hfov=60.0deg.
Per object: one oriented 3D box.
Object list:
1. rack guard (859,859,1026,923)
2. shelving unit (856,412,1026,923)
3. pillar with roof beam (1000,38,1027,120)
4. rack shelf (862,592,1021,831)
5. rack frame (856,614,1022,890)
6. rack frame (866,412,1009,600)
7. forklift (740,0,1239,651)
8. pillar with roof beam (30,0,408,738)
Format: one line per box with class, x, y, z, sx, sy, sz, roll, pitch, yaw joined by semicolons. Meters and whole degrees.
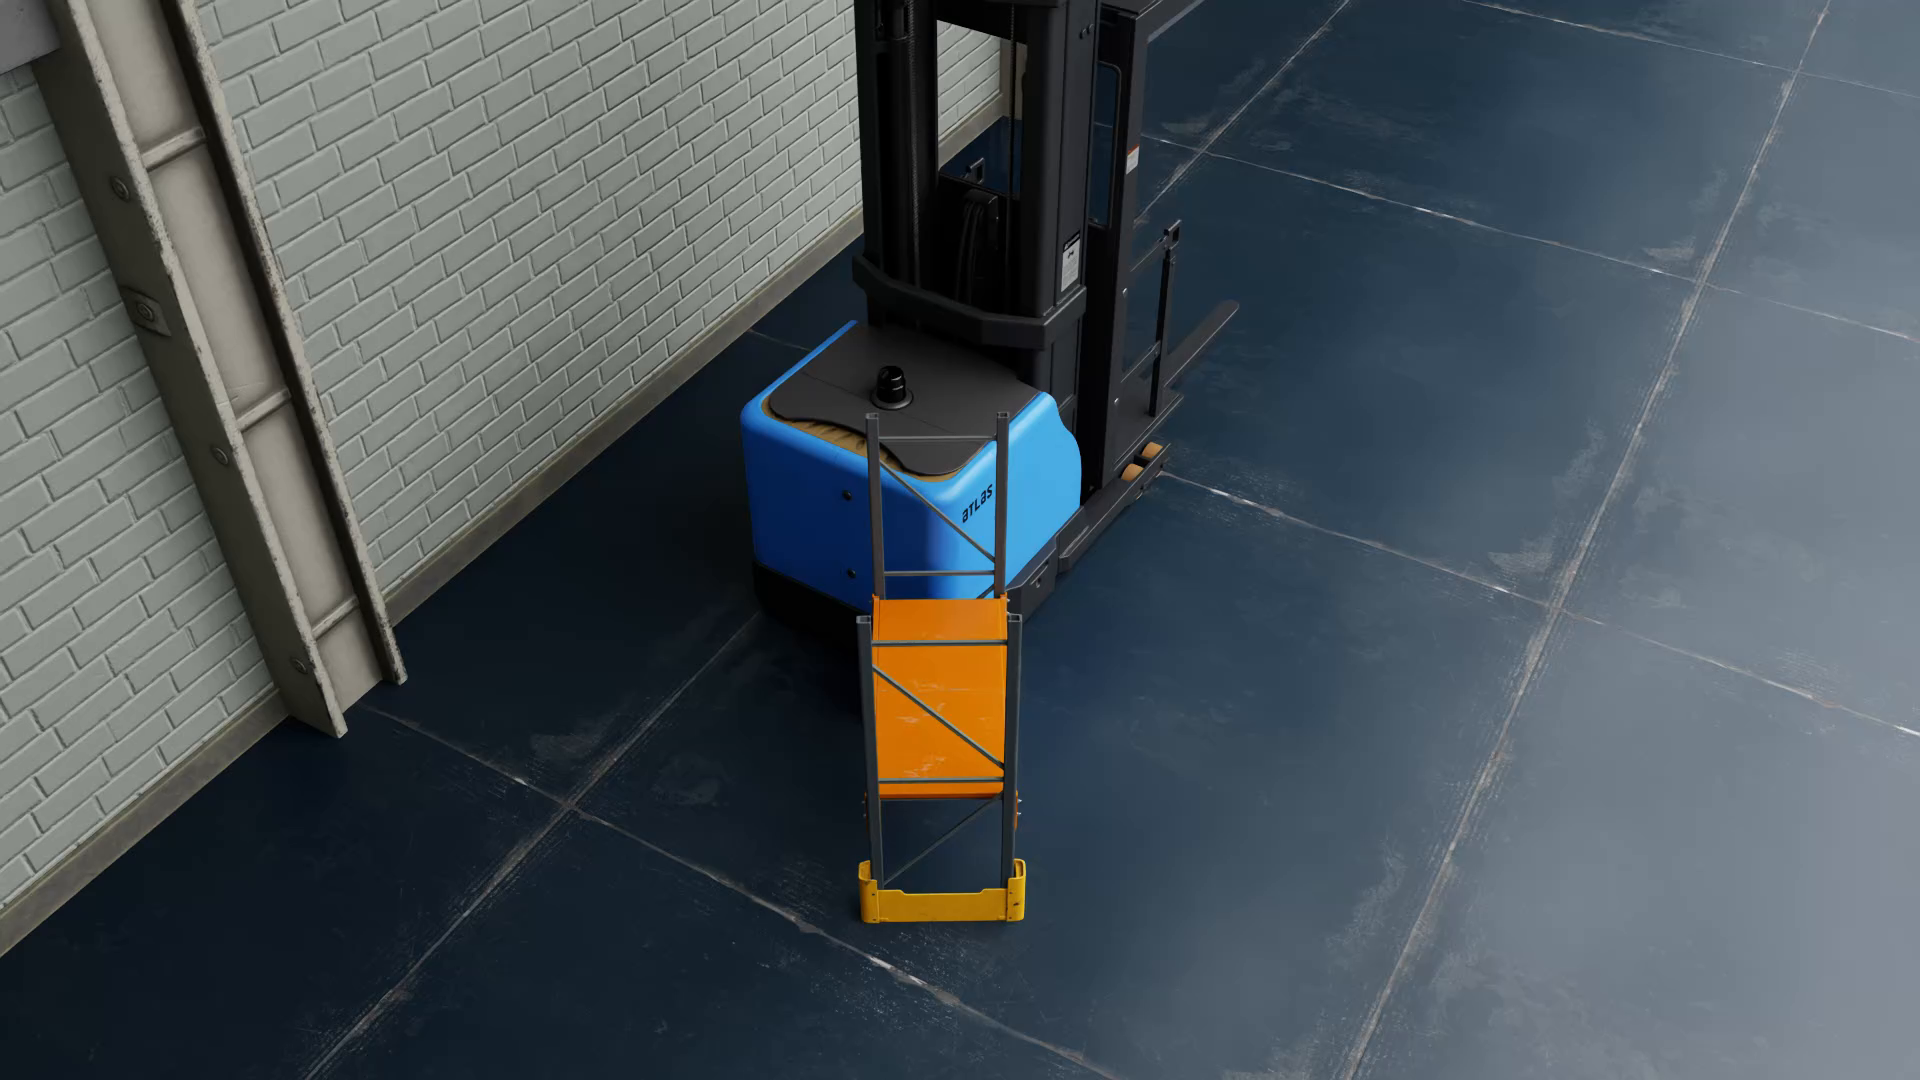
rack guard;-0.063;1.257;5.949;0.587;0.250;0.087;-1;41;-1
shelving unit;-0.071;0.458;5.910;0.587;1.500;1.083;-1;41;-1
pillar with roof beam;4.205;-4.753;6.154;9.100;9.000;0.400;21;45;22
rack shelf;-0.071;0.599;6.022;0.538;0.185;1.000;-1;41;-1
rack frame;-0.063;0.800;5.522;0.500;1.500;0.032;-1;41;-1
rack frame;-0.078;0.129;6.285;0.500;1.500;0.032;-1;41;-1
forklift;0.342;-1.445;6.989;1.130;2.935;3.031;23;46;24
pillar with roof beam;1.203;-1.320;2.256;9.100;9.000;0.400;21;45;22
